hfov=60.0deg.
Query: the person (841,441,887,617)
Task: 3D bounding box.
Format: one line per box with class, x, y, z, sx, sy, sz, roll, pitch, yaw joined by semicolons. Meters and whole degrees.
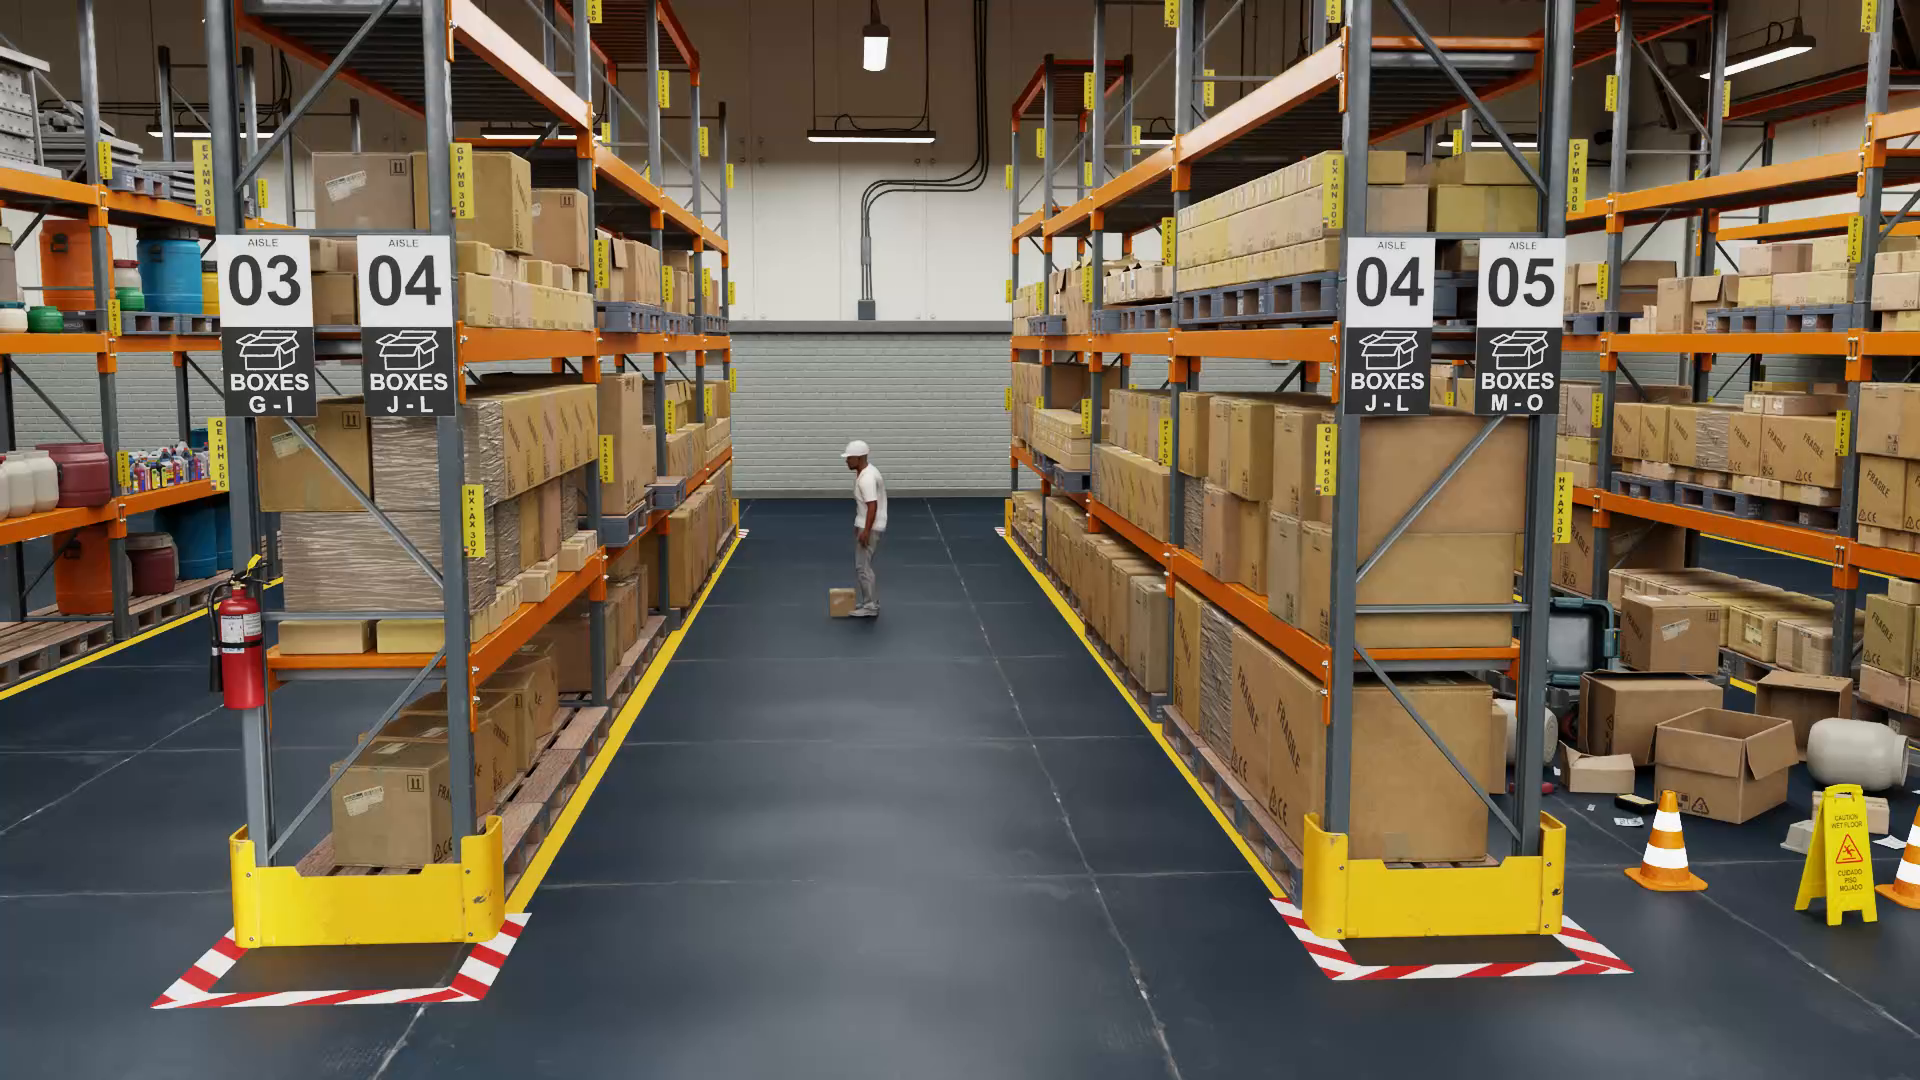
person;-0.962;-0.120;16.679;0.463;1.759;0.626;-1;7;-6
